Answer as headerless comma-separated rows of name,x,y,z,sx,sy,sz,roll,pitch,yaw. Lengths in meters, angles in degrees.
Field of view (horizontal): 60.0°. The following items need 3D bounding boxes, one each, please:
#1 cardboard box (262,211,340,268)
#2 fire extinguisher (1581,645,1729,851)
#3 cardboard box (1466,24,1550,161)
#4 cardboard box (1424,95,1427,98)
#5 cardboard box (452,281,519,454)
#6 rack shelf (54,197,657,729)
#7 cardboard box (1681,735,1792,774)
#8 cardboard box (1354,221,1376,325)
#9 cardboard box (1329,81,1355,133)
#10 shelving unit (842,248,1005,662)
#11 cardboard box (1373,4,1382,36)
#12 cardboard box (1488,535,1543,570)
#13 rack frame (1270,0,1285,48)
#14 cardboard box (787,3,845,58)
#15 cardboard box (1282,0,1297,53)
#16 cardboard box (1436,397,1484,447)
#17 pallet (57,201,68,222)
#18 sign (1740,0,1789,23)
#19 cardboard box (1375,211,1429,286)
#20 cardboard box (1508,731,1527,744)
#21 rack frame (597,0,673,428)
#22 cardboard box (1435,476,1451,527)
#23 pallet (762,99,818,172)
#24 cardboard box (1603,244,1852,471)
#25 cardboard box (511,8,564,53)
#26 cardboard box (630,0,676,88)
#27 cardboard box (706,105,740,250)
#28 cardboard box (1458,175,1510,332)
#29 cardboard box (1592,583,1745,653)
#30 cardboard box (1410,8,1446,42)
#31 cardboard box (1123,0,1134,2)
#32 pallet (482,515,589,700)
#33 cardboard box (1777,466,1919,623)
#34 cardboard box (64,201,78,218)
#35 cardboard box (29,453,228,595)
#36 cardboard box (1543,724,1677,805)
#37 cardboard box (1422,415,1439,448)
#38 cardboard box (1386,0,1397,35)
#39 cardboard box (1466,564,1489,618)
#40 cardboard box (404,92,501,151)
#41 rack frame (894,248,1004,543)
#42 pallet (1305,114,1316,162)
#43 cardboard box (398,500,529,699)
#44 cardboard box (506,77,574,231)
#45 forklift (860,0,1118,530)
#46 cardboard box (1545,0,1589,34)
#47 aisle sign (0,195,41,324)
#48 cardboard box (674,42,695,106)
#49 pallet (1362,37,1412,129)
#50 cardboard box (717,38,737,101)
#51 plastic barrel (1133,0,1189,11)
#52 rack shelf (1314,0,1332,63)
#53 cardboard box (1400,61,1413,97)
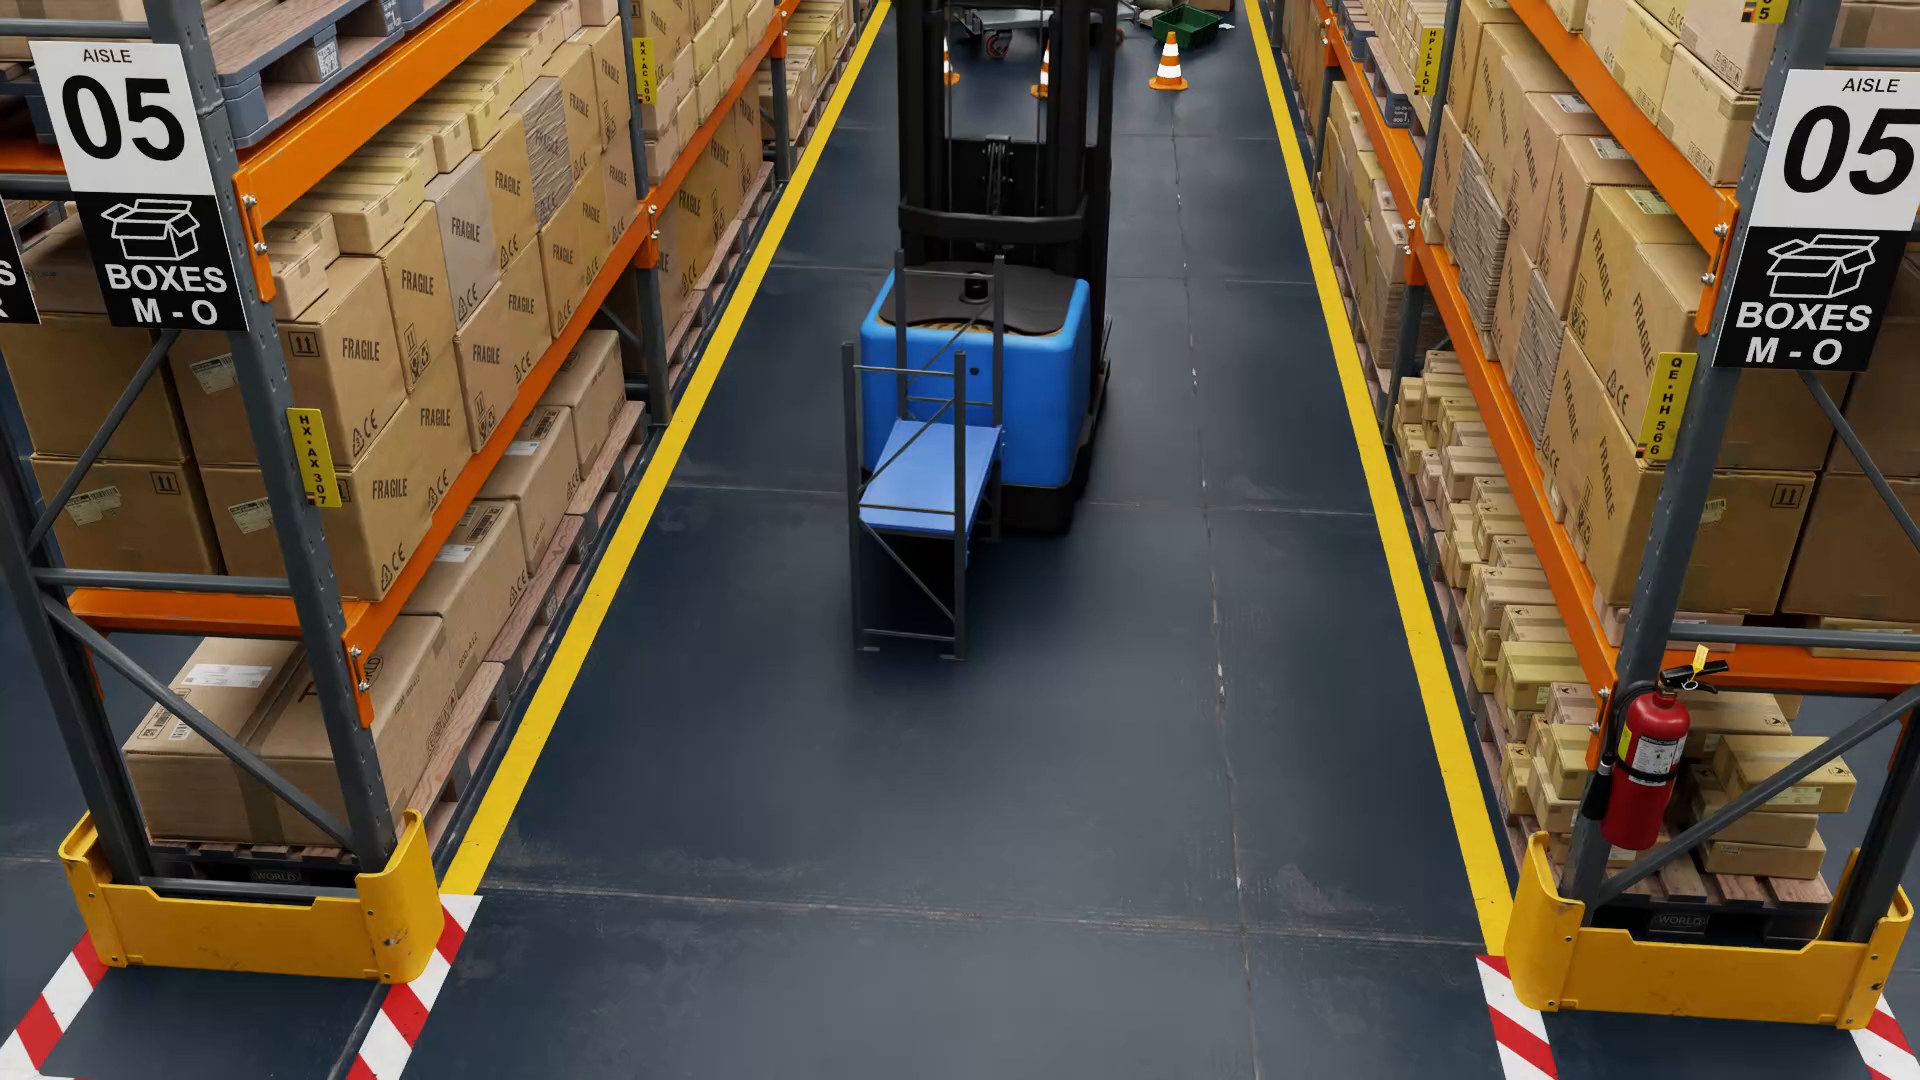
cardboard box,-2.191,-0.922,5.220,0.380,0.149,0.250,3,32,5
fire extinguisher,2.015,0.599,4.849,0.296,0.674,0.183,2,32,4
cardboard box,2.514,-1.894,7.133,0.500,0.500,0.500,2,32,2
cardboard box,2.700,-2.479,8.969,0.380,0.149,0.250,4,32,6
cardboard box,-2.049,-0.676,6.392,0.500,0.500,0.500,2,32,4
rack shelf,-2.284,-0.603,7.055,1.077,0.370,4.000,2,32,4
cardboard box,2.872,0.799,6.127,0.380,0.149,0.250,2,32,4
cardboard box,2.672,-1.577,9.933,0.500,0.500,0.500,2,32,3
cardboard box,2.849,-2.972,11.481,0.500,0.250,0.500,1,32,2
shelving unit,-0.137,-0.391,7.454,0.538,1.500,1.048,5,32,8
cardboard box,2.845,-3.312,10.605,0.380,0.149,0.250,4,32,6
cardboard box,2.441,0.111,6.961,0.380,0.149,0.250,1,32,2
rack frame,3.472,-5.980,15.094,1.000,3.000,0.127,2,32,4
cardboard box,-1.565,-4.548,14.875,0.950,0.372,0.625,4,32,7
cardboard box,3.511,-4.872,15.041,1.050,0.750,0.750,2,32,4
cardboard box,2.533,-0.568,8.062,0.380,0.149,0.250,2,32,3
pallet,-6.841,-2.681,12.399,1.003,0.211,1.213,2,32,4
sign,1.944,-1.393,3.948,0.100,0.325,0.005,2,32,4
cardboard box,2.630,-1.631,9.305,0.500,0.250,0.500,2,32,3
cardboard box,2.358,0.772,6.454,0.380,0.149,0.250,2,32,4
rack frame,-2.121,-1.955,8.564,1.000,3.000,0.127,2,32,4
cardboard box,2.510,-0.179,7.998,0.380,0.149,0.250,2,32,3
pallet,-1.730,-3.268,13.352,1.003,0.211,1.213,2,32,4
cardboard box,2.285,-0.550,4.951,0.500,0.500,0.500,2,32,3
cardboard box,-1.989,-2.262,7.394,0.380,0.149,0.250,2,32,4
cardboard box,-1.799,-2.641,8.628,0.500,0.500,0.500,3,32,5
cardboard box,-2.011,-2.497,11.068,0.875,0.875,0.875,3,32,5
cardboard box,2.419,-1.197,6.954,0.500,0.500,0.500,2,32,3
cardboard box,2.240,0.219,5.274,0.380,0.149,0.250,2,32,4
cardboard box,2.748,-2.881,9.338,0.380,0.149,0.250,1,32,2
cardboard box,1.776,-5.793,17.398,0.396,0.266,0.258,8,32,12
pallet,-2.358,0.266,7.617,1.003,0.211,1.213,2,32,4
cardboard box,2.807,-0.097,5.170,0.500,0.500,0.500,4,32,6
cardboard box,-2.683,-1.076,5.471,0.380,0.149,0.250,2,32,4
cardboard box,-2.671,-0.170,5.571,0.500,0.500,0.500,3,32,4
cardboard box,2.286,0.789,5.861,0.380,0.149,0.250,3,32,5
cardboard box,2.541,-0.576,8.360,0.380,0.149,0.250,3,32,4
cardboard box,2.804,-3.169,10.089,0.380,0.149,0.250,2,32,4
cardboard box,2.363,0.239,7.037,0.380,0.149,0.250,4,32,6
cardboard box,-1.974,-1.591,6.306,0.380,0.149,0.250,2,32,3
rack frame,-0.049,-0.653,7.880,0.500,1.500,0.032,5,32,8
pallet,3.286,-3.110,13.095,1.003,0.211,1.213,2,32,4
cardboard box,-2.426,0.220,7.076,0.875,0.438,0.875,3,32,5
cardboard box,-1.966,-1.633,6.993,0.500,0.500,0.500,3,32,5
forklift,0.271,-2.056,8.793,1.130,2.935,3.031,5,32,8
cardboard box,2.380,-1.972,5.875,0.500,0.250,0.500,4,32,6
aisle sign,-2.761,-0.946,4.448,0.394,0.787,0.004,2,32,4
cardboard box,-1.790,-2.596,9.270,0.500,0.250,0.500,3,32,5
pallet,3.026,-2.770,10.068,1.003,0.211,1.213,2,32,4
cardboard box,-1.674,-2.909,10.254,0.500,0.250,0.500,2,32,3
plastic barrel,2.036,-5.542,16.839,0.512,0.421,0.421,27,41,37
rack shelf,3.309,-4.628,13.586,1.077,0.370,4.000,2,32,4
cardboard box,2.736,-2.627,9.493,0.380,0.149,0.250,1,32,2
